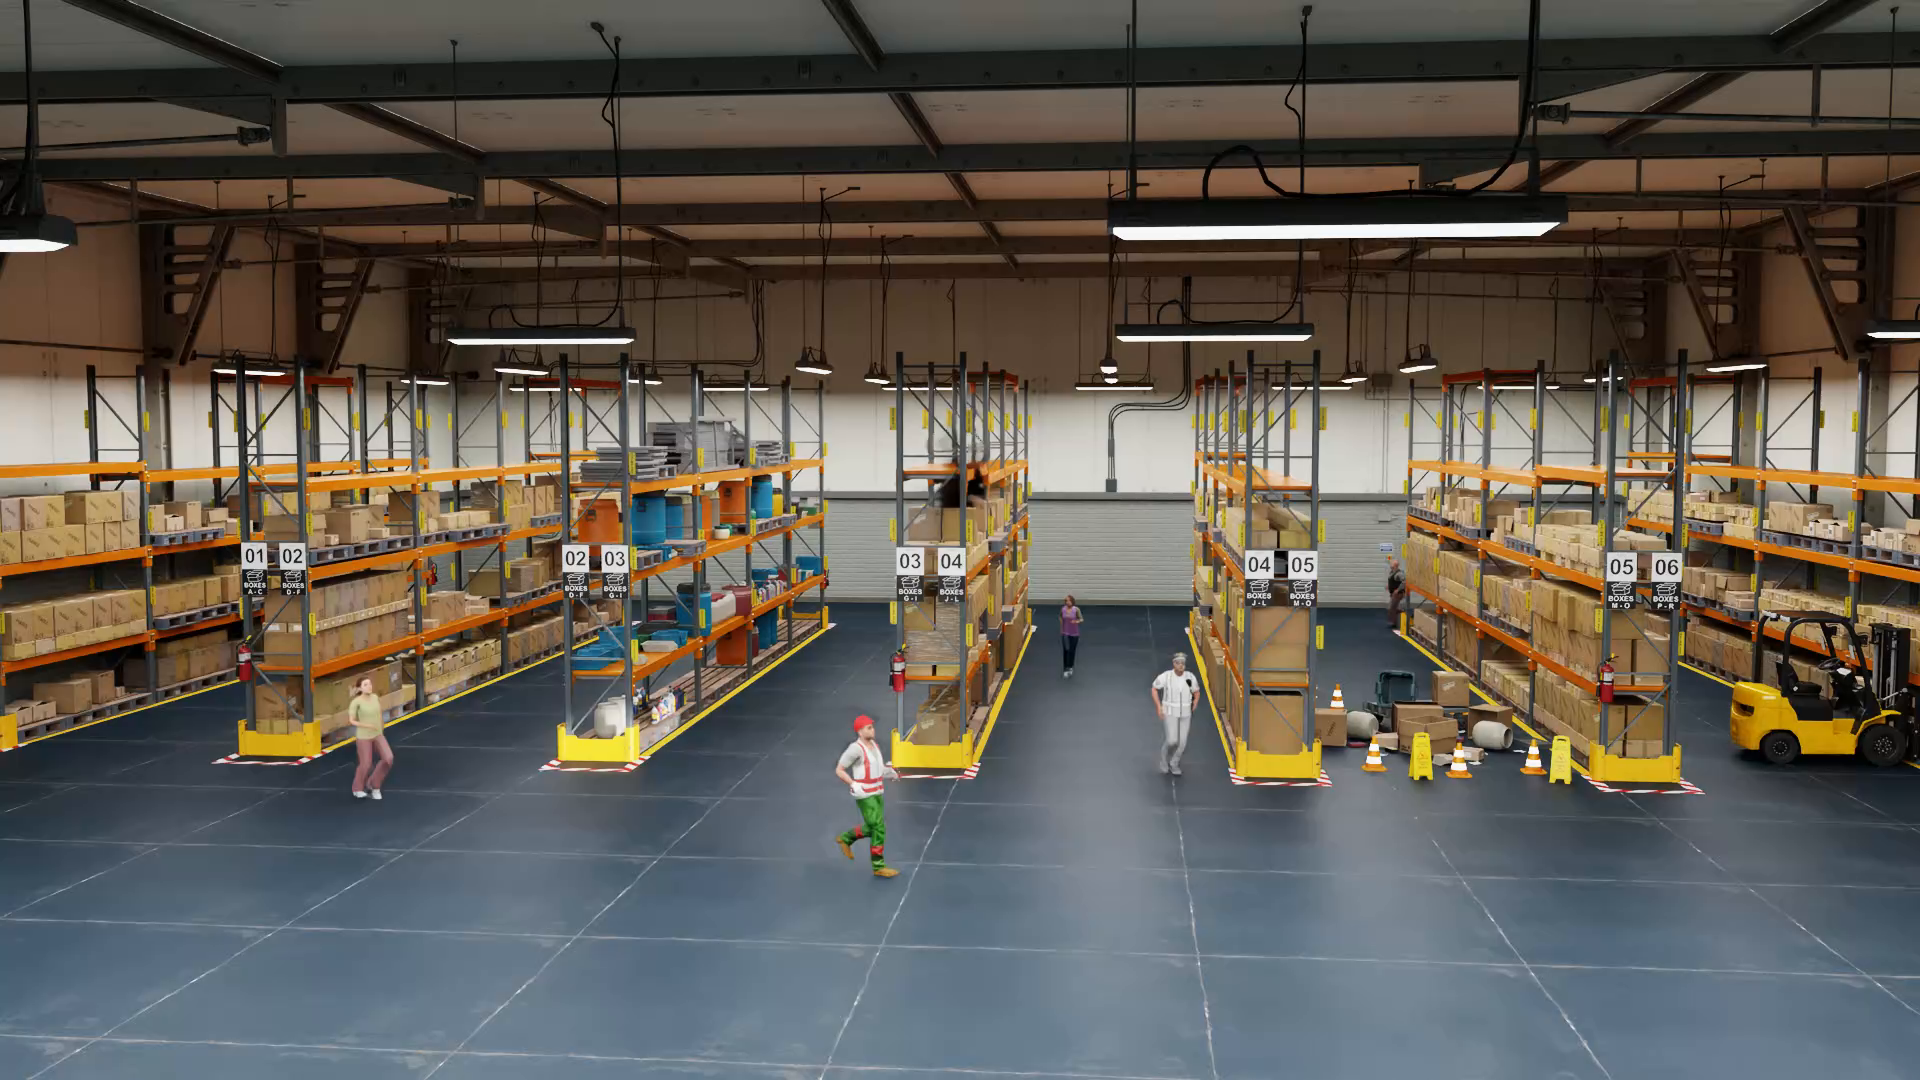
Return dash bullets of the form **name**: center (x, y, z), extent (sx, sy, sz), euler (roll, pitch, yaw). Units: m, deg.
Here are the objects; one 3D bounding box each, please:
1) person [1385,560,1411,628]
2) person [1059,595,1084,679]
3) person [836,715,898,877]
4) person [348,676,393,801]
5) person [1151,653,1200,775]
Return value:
- **person**: center (10.683, 1.311, 40.289), extent (0.679, 1.682, 0.659), euler (-1, 4, -7)
- **person**: center (2.177, 1.897, 32.622), extent (0.509, 1.650, 0.721), euler (1, 4, 7)
- **person**: center (-1.051, 2.817, 18.407), extent (0.856, 1.759, 0.668), euler (2, 5, 29)
- **person**: center (-7.812, 2.619, 21.979), extent (0.644, 1.653, 0.582), euler (3, 5, 37)
- **person**: center (3.093, 2.465, 23.516), extent (0.667, 1.746, 0.614), euler (-1, 4, -12)
